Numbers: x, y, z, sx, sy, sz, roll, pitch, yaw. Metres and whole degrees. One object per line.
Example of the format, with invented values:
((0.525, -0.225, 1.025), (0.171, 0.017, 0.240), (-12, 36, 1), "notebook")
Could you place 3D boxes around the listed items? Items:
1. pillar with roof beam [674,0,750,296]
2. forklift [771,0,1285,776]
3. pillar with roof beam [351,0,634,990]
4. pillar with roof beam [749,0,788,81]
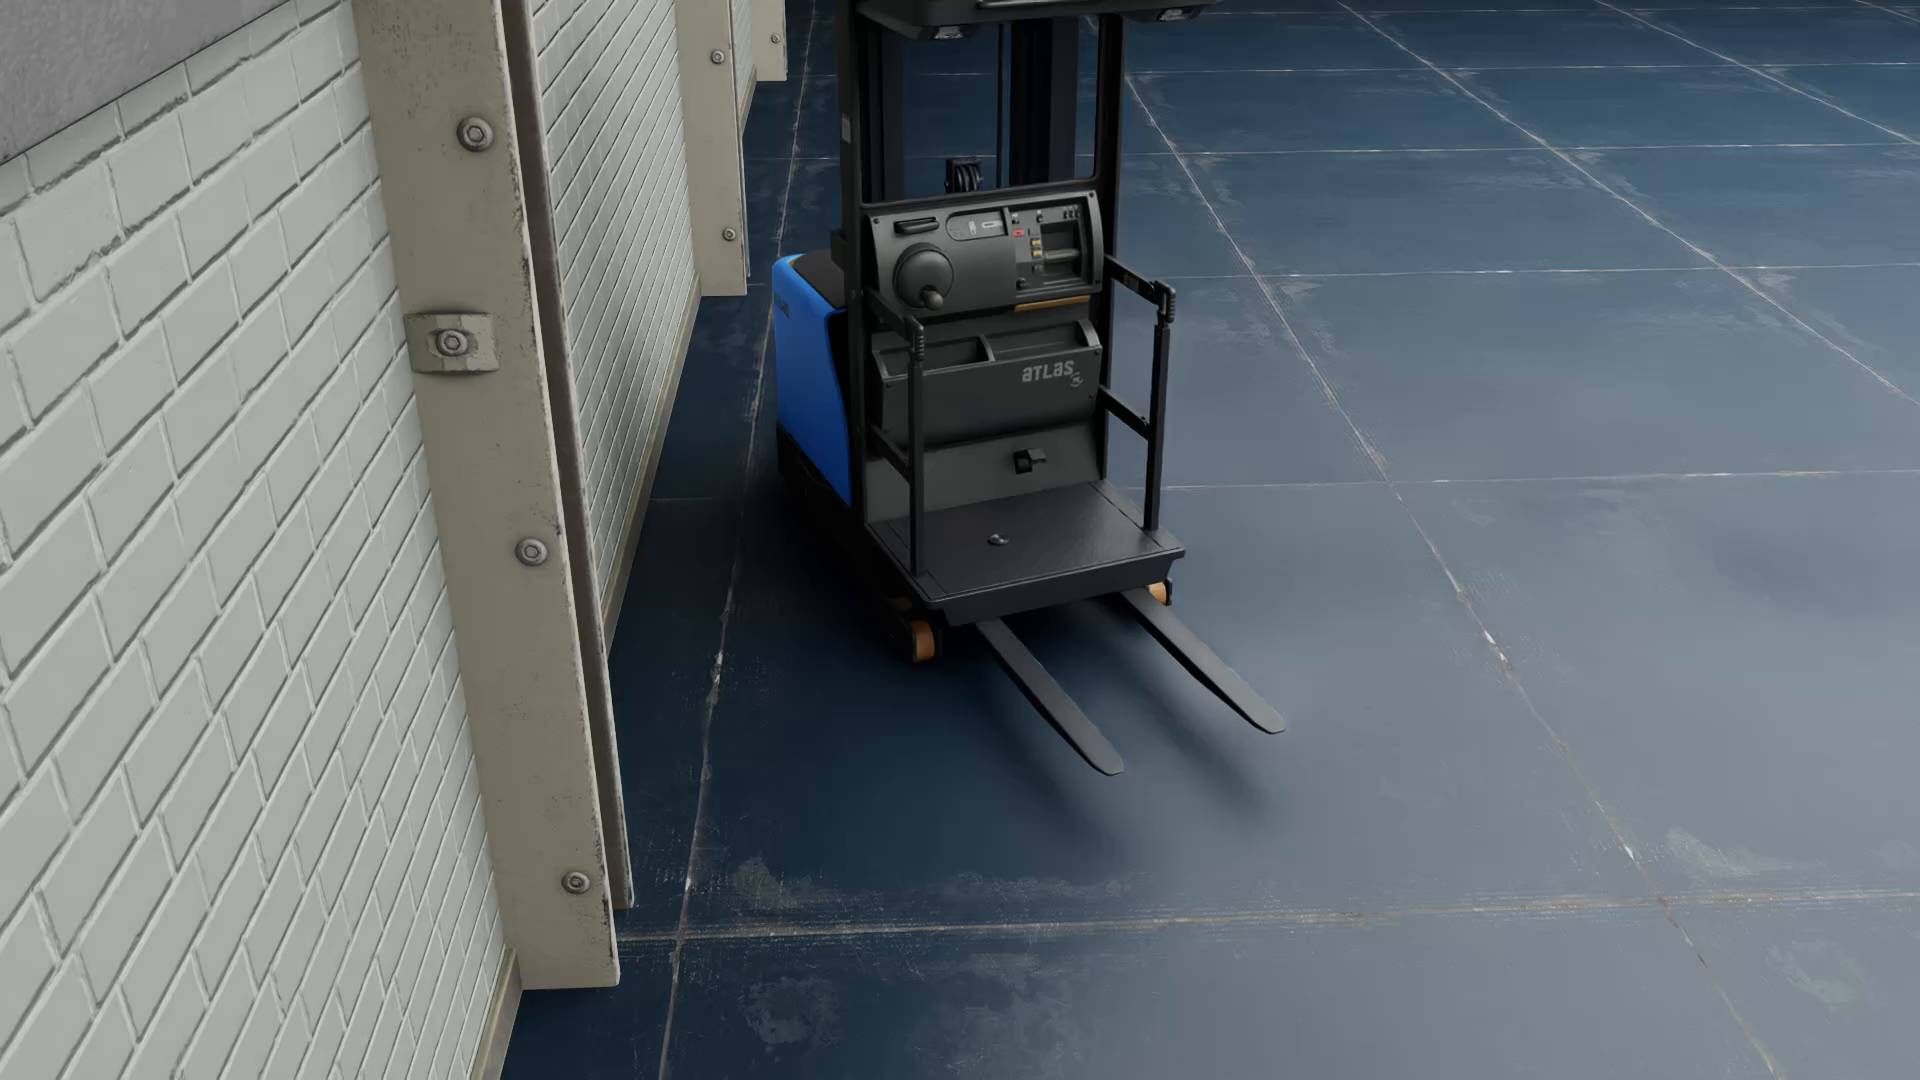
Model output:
((2.836, -5.669, 8.388), (9.100, 9.000, 0.400), (-1, 28, -3), "pillar with roof beam")
((0.194, -1.054, 6.101), (1.130, 2.935, 3.031), (-11, 30, -20), "forklift")
((3.149, -2.898, 3.075), (9.100, 9.000, 0.400), (-1, 28, -3), "pillar with roof beam")
((2.523, -8.439, 13.700), (9.100, 9.000, 0.400), (-1, 28, -3), "pillar with roof beam")
